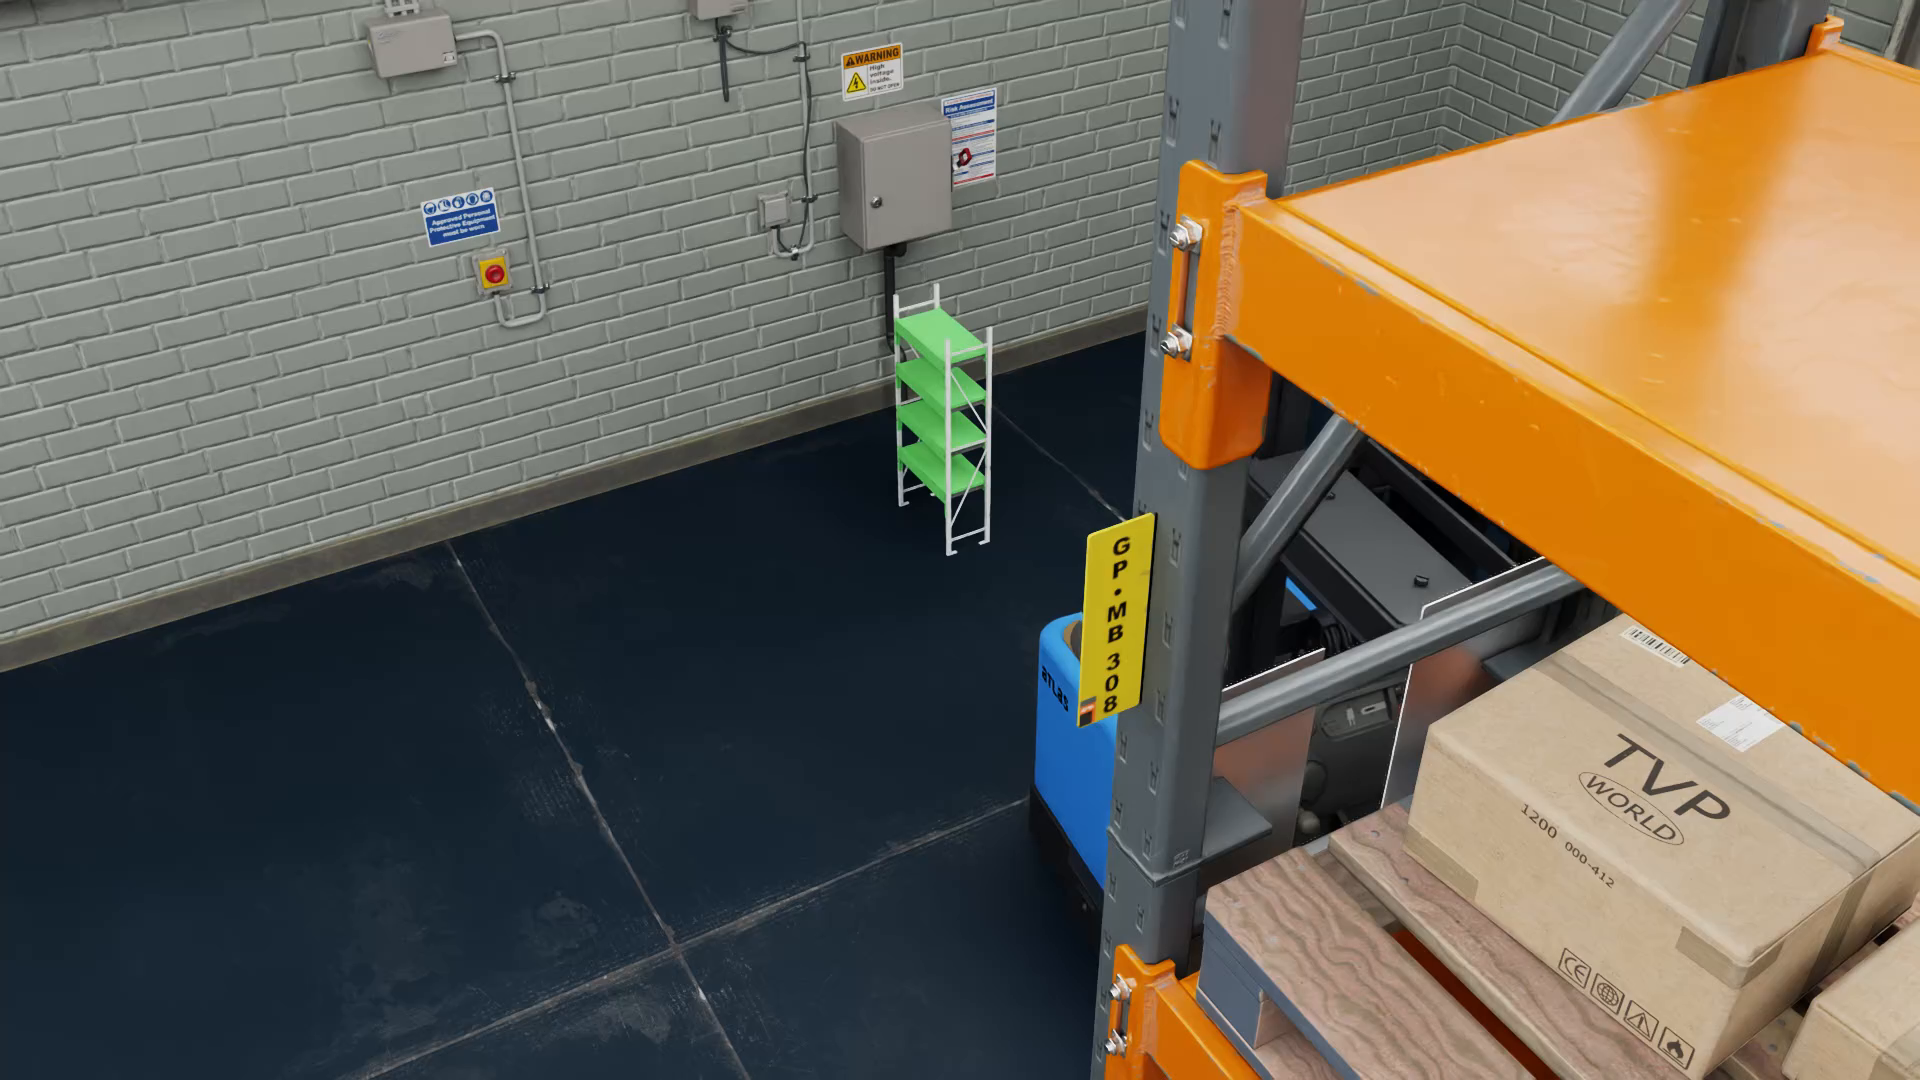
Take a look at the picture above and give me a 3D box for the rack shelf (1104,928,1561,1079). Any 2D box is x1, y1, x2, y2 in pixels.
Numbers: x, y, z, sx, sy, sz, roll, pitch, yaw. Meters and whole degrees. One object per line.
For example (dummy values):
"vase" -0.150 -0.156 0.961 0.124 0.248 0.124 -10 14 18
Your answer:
"rack shelf" 1.692 1.645 1.521 1.077 0.370 4.000 -19 40 -24

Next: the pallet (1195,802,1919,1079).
"pallet" 1.069 0.746 2.217 1.003 0.211 1.213 -19 40 -24

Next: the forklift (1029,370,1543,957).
"forklift" 1.317 0.669 4.849 1.130 2.935 3.031 -14 38 -19

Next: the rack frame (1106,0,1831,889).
"rack frame" 0.688 -0.876 1.820 1.000 3.000 0.127 -19 40 -24

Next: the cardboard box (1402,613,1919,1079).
"cardboard box" 0.991 0.388 2.318 0.500 0.250 0.500 -23 42 -28

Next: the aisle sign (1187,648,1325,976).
"aisle sign" 0.401 0.546 2.756 0.394 0.787 0.004 -19 40 -24

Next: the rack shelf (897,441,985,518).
"rack shelf" -0.083 -0.324 8.191 0.258 0.148 0.480 -19 40 -24

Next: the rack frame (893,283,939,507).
"rack frame" -0.206 -0.693 8.182 0.240 1.200 0.015 -19 40 -24

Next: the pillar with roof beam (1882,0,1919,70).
"pillar with roof beam" 0.680 -2.716 4.339 9.100 9.000 0.400 -19 40 -24

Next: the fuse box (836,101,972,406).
"fuse box" -0.276 -1.350 8.648 0.539 1.711 0.414 -19 40 -24

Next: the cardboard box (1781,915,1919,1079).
"cardboard box" 1.271 0.619 2.088 0.380 0.149 0.250 -22 42 -27

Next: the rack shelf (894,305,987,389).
"rack shelf" -0.083 -0.905 7.766 0.258 0.148 0.480 -19 40 -24

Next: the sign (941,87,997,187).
"sign" 0.047 -2.084 8.641 0.329 0.494 0.001 -19 40 -24

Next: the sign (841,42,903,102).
"sign" -0.428 -2.293 8.146 0.339 0.242 0.001 -19 40 -24

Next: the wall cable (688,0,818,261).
"wall cable" -0.945 -2.159 7.801 0.588 1.984 0.122 -19 40 -24

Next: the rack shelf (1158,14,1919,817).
"rack shelf" 1.692 0.596 0.754 1.077 0.370 4.000 -19 40 -24

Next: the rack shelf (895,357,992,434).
"rack shelf" -0.083 -0.711 7.908 0.258 0.148 0.480 -19 40 -24

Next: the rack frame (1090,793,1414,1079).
"rack frame" 0.688 1.546 3.590 1.000 3.000 0.127 -19 40 -24

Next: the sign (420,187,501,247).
"sign" -2.238 -1.448 7.461 0.327 0.218 0.001 -19 40 -24

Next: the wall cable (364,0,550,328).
"wall cable" -2.166 -1.745 7.209 0.585 1.953 0.123 -19 40 -24

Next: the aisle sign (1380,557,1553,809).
"aisle sign" 0.919 0.368 2.999 0.394 0.787 0.004 -19 40 -24

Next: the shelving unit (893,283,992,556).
"shelving unit" -0.083 -0.569 8.012 0.258 1.200 0.503 -19 40 -24

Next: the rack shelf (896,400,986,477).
"rack shelf" -0.083 -0.517 8.049 0.258 0.148 0.480 -19 40 -24

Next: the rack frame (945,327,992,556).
"rack frame" 0.039 -0.445 7.841 0.240 1.200 0.015 -19 40 -24

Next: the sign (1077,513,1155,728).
"sign" 0.205 0.111 2.203 0.100 0.325 0.005 -19 40 -24
